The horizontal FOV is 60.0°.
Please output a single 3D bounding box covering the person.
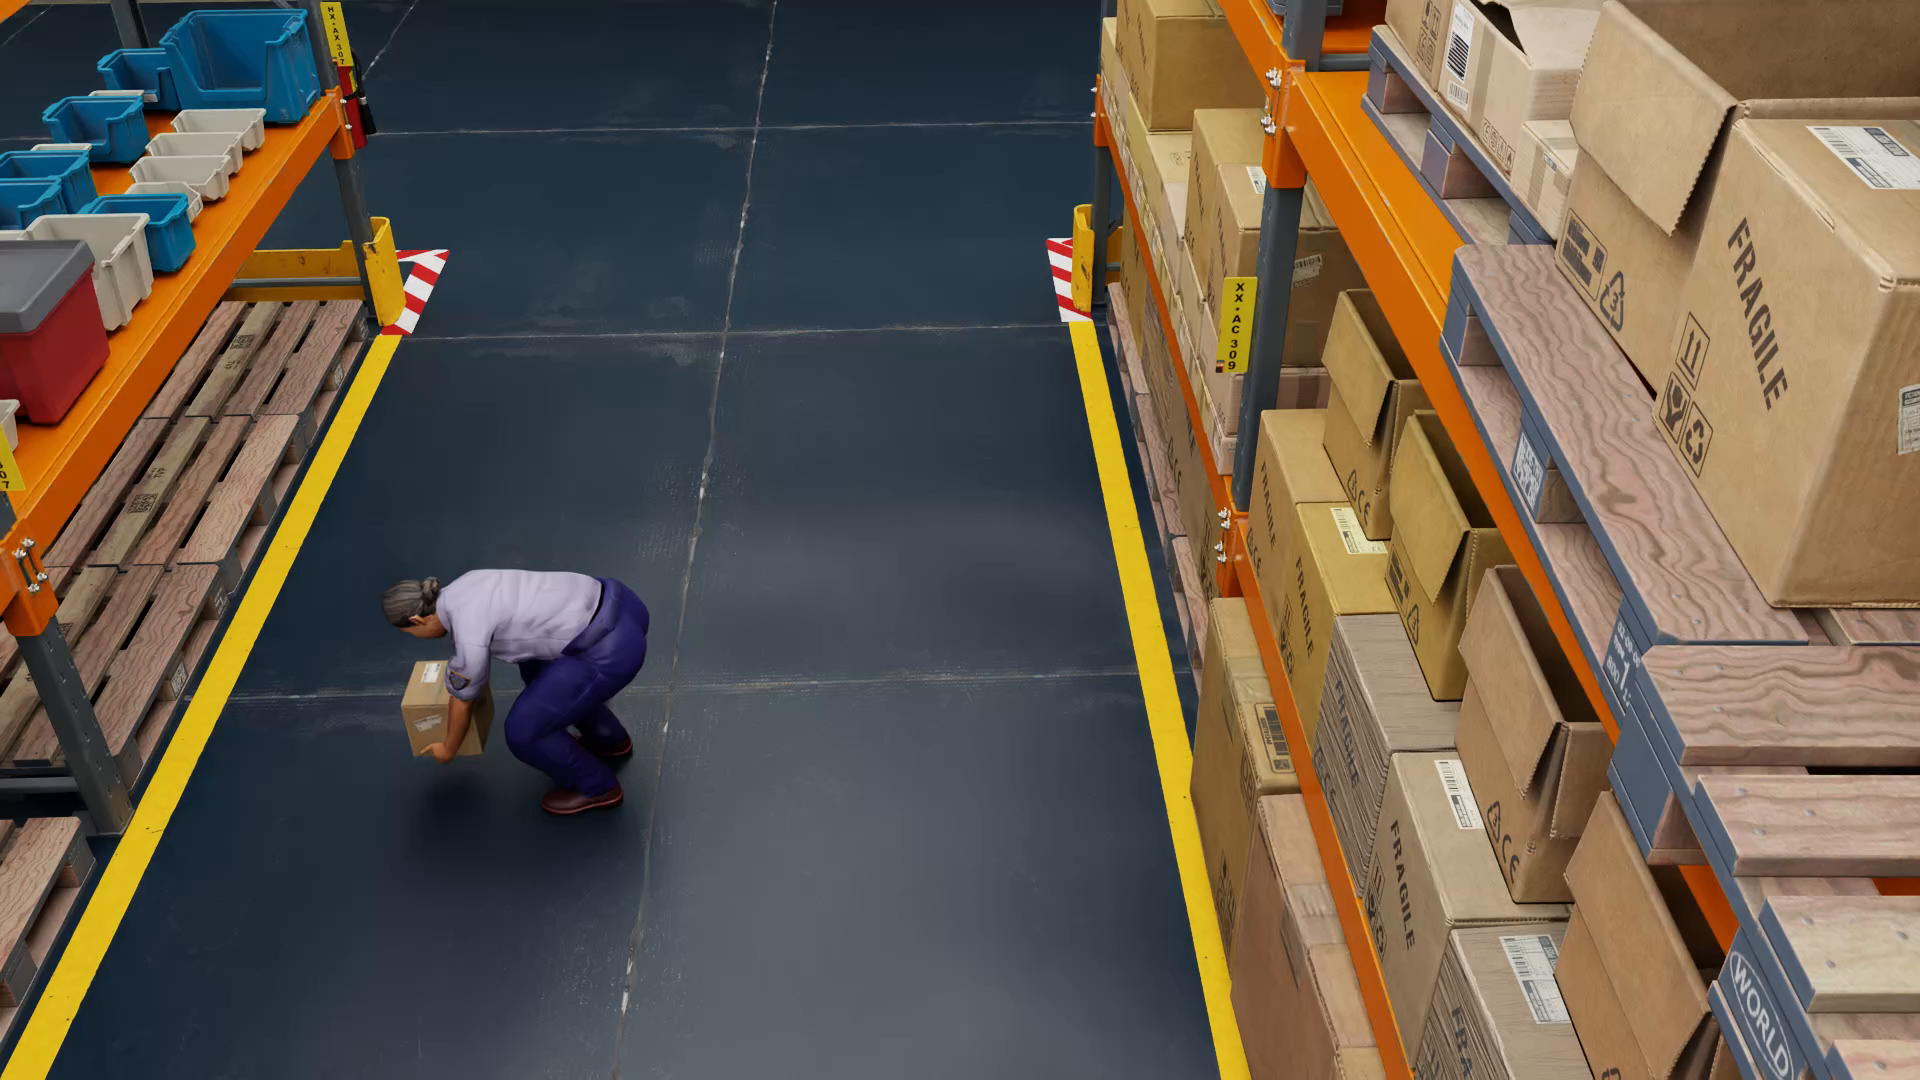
[{"bbox_3d":[-1.559,0.512,6.023,0.891,0.975,0.519,-3,36,-4],"label":"person"}]
